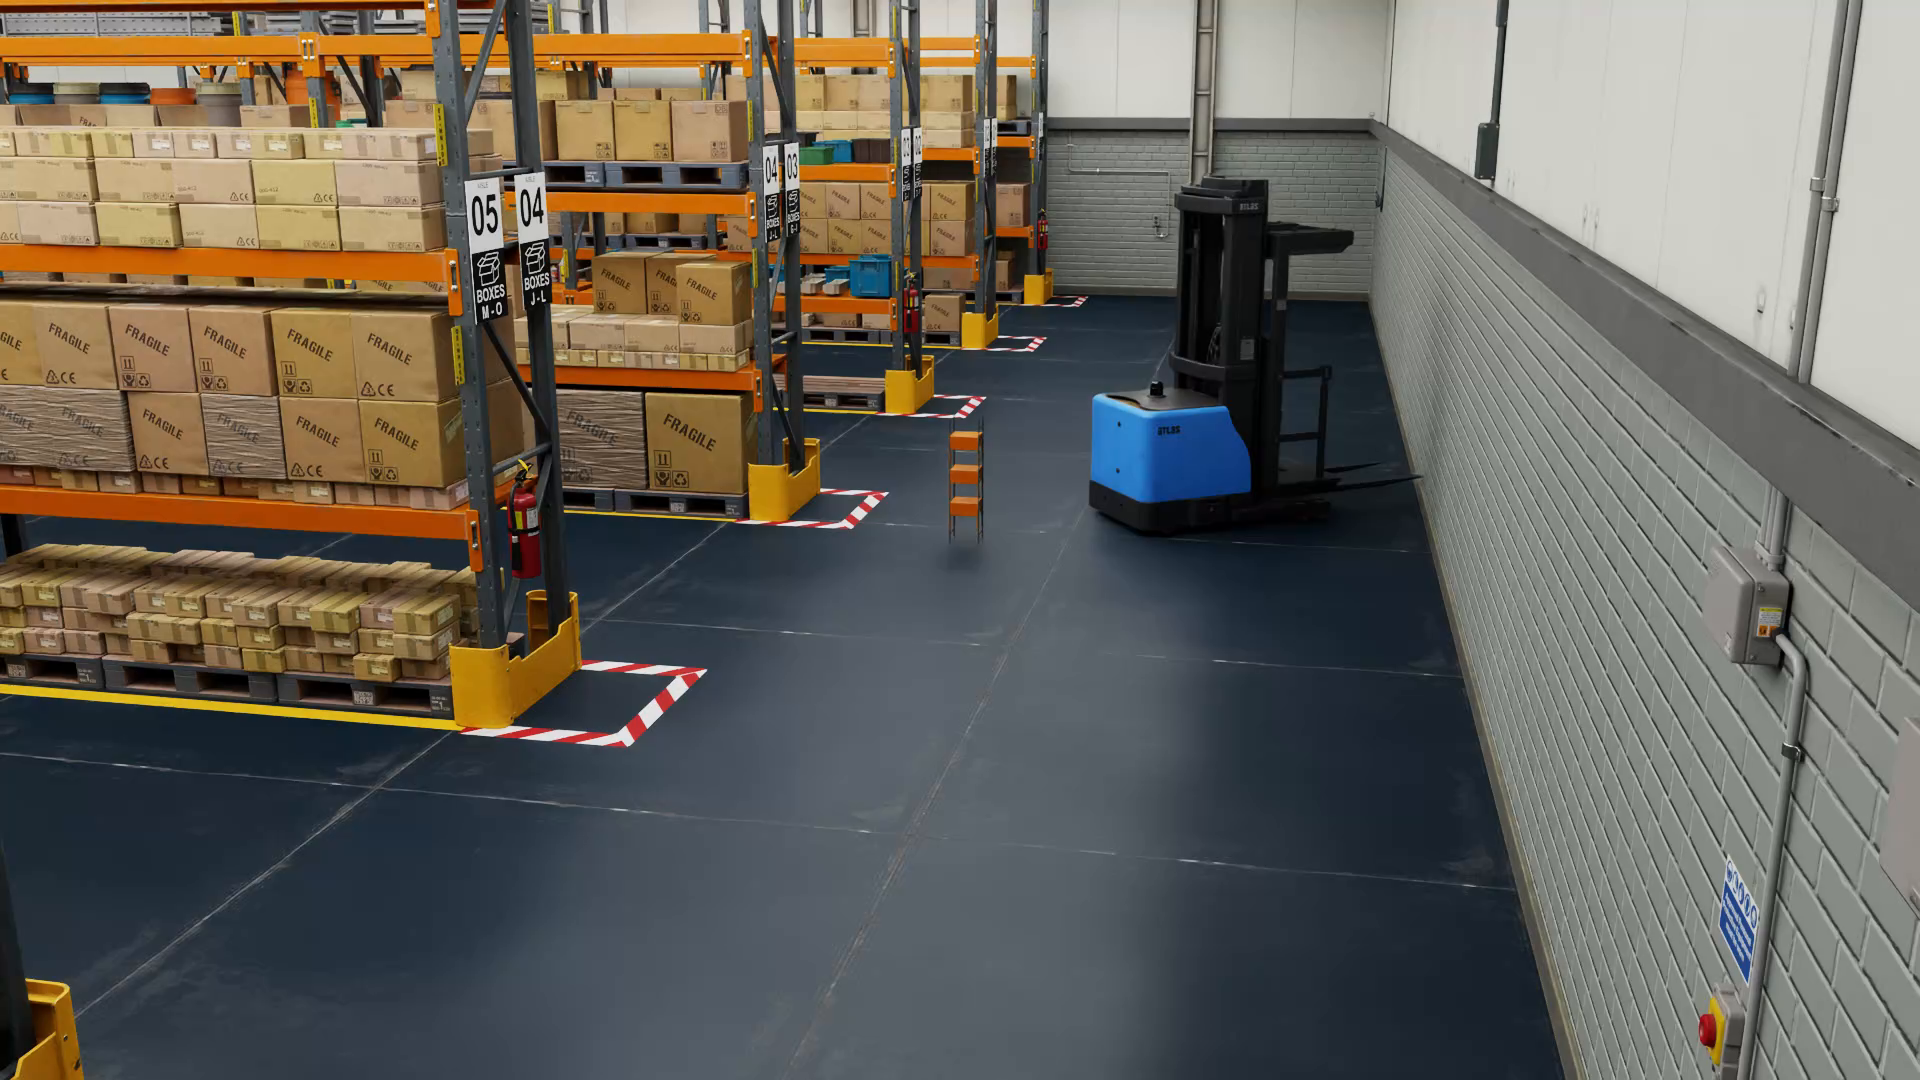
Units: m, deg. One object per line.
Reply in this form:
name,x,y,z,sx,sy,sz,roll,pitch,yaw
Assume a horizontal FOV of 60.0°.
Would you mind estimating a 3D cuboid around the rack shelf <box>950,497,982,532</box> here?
rack shelf,0.052,-0.225,13.919,0.240,0.259,0.215,3,16,11

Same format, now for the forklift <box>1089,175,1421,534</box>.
forklift,2.715,-1.701,14.642,3.031,2.935,1.130,-7,17,-23

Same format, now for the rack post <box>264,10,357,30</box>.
rack post,-7.739,-6.312,20.063,0.937,0.300,0.954,3,16,11

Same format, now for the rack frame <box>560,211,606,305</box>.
rack frame,-4.538,-3.272,20.186,0.127,3.000,1.000,3,16,11

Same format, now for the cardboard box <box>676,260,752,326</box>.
cardboard box,-2.135,-2.153,14.466,0.500,0.500,0.500,3,16,12

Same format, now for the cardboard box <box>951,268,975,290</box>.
cardboard box,0.160,-4.686,29.187,0.500,0.500,0.700,3,16,11

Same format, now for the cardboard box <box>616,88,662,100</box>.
cardboard box,-4.685,-6.388,24.653,0.600,0.600,0.600,3,16,10

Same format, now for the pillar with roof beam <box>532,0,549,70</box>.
pillar with roof beam,-8.443,-8.137,26.510,0.400,9.000,9.100,3,16,11

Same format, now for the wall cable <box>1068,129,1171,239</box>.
wall cable,2.800,-6.320,29.285,1.851,1.984,0.084,3,16,11

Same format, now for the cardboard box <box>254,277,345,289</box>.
cardboard box,-6.152,-2.540,15.476,0.637,0.503,0.797,3,16,10

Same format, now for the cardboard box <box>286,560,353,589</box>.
cardboard box,-4.183,0.258,10.882,0.250,0.149,0.380,4,16,13

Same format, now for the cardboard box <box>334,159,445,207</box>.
cardboard box,-3.194,-2.044,9.476,0.500,0.250,0.500,3,16,9

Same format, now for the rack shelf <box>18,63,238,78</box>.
rack shelf,-13.346,-7.451,26.132,4.000,0.370,1.077,3,16,11

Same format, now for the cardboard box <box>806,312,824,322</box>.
cardboard box,-2.197,-3.488,25.177,0.500,0.311,0.500,3,16,11

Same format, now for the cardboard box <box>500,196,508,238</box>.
cardboard box,-3.081,-1.936,10.023,0.500,0.250,0.500,4,16,13

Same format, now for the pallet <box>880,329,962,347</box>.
pallet,-0.483,-3.057,24.634,1.213,0.211,1.003,3,16,11

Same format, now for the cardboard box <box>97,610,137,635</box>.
cardboard box,-5.280,0.476,10.650,0.250,0.149,0.380,4,16,14

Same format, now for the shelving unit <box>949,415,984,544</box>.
shelving unit,0.052,-0.503,13.842,0.252,1.050,0.215,3,16,11

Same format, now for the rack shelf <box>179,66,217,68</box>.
rack shelf,-12.363,-8.939,30.758,4.000,0.370,1.077,3,16,11

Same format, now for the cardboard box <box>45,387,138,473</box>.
cardboard box,-5.204,-0.723,10.238,0.500,0.500,0.500,3,16,10

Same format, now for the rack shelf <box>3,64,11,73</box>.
rack shelf,-14.337,-6.156,21.455,4.000,0.370,1.077,3,16,11

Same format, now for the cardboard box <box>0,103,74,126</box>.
cardboard box,-8.832,-3.873,15.757,0.637,0.503,0.797,4,16,14

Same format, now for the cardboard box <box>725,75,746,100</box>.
cardboard box,-3.063,-6.527,24.258,0.500,0.500,0.700,3,16,11

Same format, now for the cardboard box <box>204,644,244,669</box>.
cardboard box,-4.535,0.676,10.486,0.250,0.149,0.380,3,16,12

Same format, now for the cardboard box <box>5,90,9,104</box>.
cardboard box,-14.744,-6.940,26.564,0.637,0.503,0.797,4,16,15

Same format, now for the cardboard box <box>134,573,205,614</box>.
cardboard box,-5.023,0.339,10.587,0.250,0.149,0.380,2,16,9

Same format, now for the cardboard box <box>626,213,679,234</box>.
cardboard box,-4.653,-4.922,25.168,0.500,0.500,0.700,6,16,20

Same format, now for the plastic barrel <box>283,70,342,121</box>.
plastic barrel,-7.902,-5.309,20.328,0.708,0.830,0.600,3,16,11

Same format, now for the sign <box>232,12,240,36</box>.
sign,-8.560,-6.076,19.675,0.005,0.325,0.100,3,16,11

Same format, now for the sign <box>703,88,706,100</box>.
sign,-3.654,-6.307,23.816,0.005,0.325,0.100,3,16,11

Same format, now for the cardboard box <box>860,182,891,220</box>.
cardboard box,-1.122,-4.890,23.965,0.500,0.500,0.500,4,16,13

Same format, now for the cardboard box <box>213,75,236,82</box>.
cardboard box,-13.512,-8.363,30.849,0.500,0.500,0.500,3,16,10

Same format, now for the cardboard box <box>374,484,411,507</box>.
cardboard box,-3.304,-0.317,9.988,0.250,0.149,0.380,3,16,11

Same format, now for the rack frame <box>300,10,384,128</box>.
rack frame,-5.525,-4.868,14.707,0.127,3.000,1.000,3,16,11

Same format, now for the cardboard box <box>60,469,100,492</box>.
cardboard box,-5.361,-0.421,10.365,0.250,0.149,0.380,3,16,12

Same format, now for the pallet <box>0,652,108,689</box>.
pallet,-5.947,0.686,11.120,1.213,0.211,1.003,3,16,11

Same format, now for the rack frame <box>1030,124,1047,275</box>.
rack frame,1.356,-5.651,28.774,0.127,3.000,1.000,3,16,11

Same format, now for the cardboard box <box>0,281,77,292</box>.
cardboard box,-6.098,-1.403,10.822,0.500,0.500,0.500,3,16,9

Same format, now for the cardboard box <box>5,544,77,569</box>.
cardboard box,-6.212,0.151,11.266,0.250,0.149,0.380,4,16,13

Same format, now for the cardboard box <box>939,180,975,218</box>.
cardboard box,-0.009,-4.978,24.282,0.500,0.500,0.500,4,16,13

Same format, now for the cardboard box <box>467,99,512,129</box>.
cardboard box,-4.220,-3.665,14.824,0.500,0.500,0.700,4,16,14

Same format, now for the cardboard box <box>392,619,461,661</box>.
cardboard box,-3.266,0.603,10.192,0.250,0.149,0.380,3,16,10

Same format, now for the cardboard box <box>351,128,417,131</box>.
cardboard box,-3.462,-2.406,10.039,0.250,0.149,0.380,3,16,11

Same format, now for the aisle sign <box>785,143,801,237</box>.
aisle sign,-1.475,-3.091,14.662,0.004,0.787,0.394,3,16,11

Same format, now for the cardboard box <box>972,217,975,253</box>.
cardboard box,-0.009,-4.496,24.416,0.500,0.500,0.500,3,16,12

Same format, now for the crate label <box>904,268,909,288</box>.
crate label,-0.794,-3.107,19.790,0.303,0.233,0.416,3,16,11

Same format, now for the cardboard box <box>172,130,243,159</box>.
cardboard box,-4.325,-2.295,9.637,0.250,0.149,0.380,3,16,12

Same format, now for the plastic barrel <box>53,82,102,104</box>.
plastic barrel,-11.195,-5.380,21.236,0.600,0.901,0.600,0,15,0

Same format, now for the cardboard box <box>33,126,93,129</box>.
cardboard box,-5.508,-2.487,10.331,0.250,0.149,0.380,4,16,13

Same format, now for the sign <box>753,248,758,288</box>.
sign,-1.727,-2.295,14.044,0.005,0.325,0.100,3,16,11

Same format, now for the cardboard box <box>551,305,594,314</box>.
cardboard box,-3.536,-2.011,15.356,0.500,0.250,0.500,3,16,10

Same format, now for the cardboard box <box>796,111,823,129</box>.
cardboard box,-2.142,-6.035,23.886,0.500,0.250,0.500,3,16,11

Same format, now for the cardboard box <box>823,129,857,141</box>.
cardboard box,-1.650,-5.770,23.865,0.500,0.250,0.500,3,16,11

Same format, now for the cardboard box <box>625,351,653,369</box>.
cardboard box,-2.766,-1.616,14.678,0.250,0.149,0.380,3,16,12

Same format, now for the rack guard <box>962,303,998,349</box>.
rack guard,0.298,-3.154,24.443,0.348,0.500,1.175,3,16,11

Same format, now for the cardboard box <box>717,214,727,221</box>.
cardboard box,-4.187,-5.775,29.656,0.250,0.149,0.380,3,16,10

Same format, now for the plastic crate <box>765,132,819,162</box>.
plastic crate,-2.060,-4.628,19.578,0.767,0.338,0.504,3,16,11

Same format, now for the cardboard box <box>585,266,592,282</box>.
cardboard box,-5.444,-4.106,25.649,0.500,0.250,0.500,3,16,10
